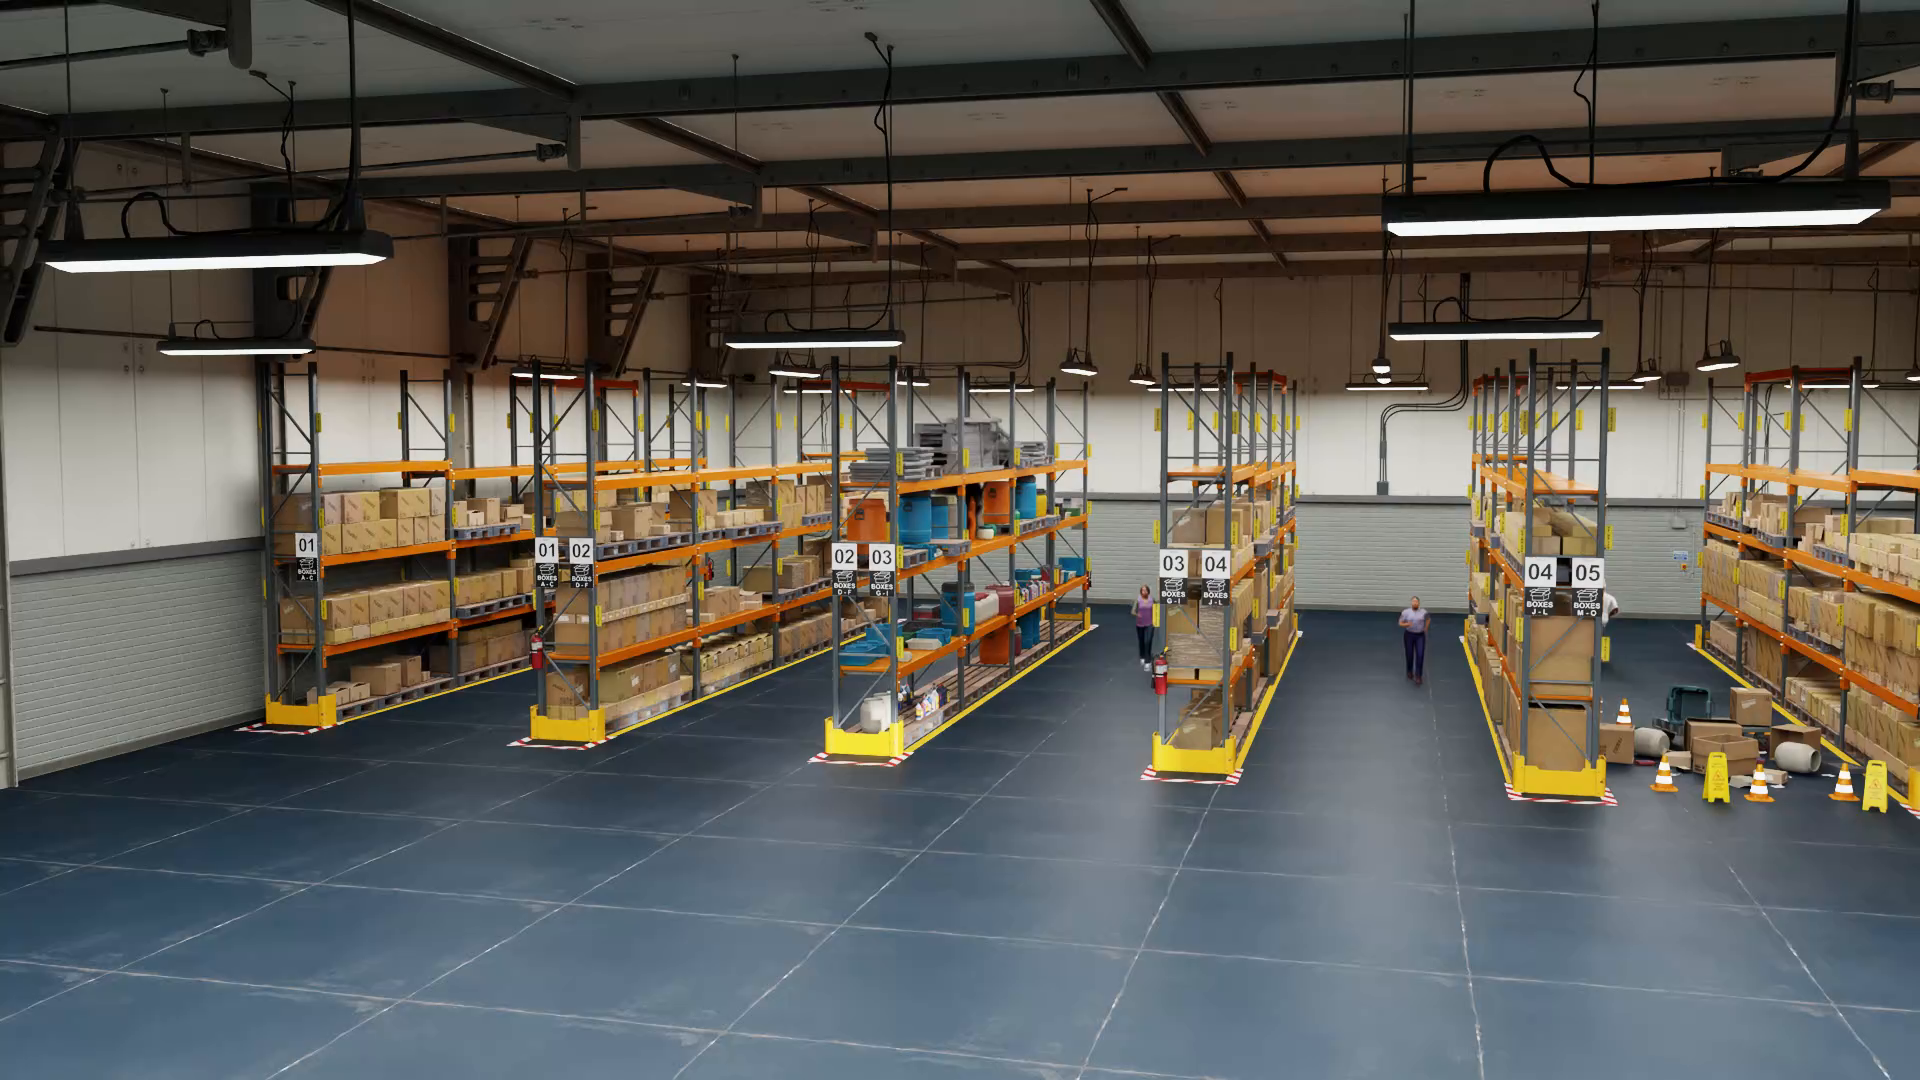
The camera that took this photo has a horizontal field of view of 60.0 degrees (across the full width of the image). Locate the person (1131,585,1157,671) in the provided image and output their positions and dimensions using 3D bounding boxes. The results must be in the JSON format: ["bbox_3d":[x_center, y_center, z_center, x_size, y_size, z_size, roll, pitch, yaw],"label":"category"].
[{"bbox_3d":[3.542,1.672,31.855,0.538,1.586,0.808,0,4,5],"label":"person"}]

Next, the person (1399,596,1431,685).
[{"bbox_3d":[8.738,1.900,31.970,0.602,1.645,0.913,1,4,13],"label":"person"}]

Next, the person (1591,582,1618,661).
[{"bbox_3d":[13.327,1.700,34.668,0.722,1.723,0.653,0,4,5],"label":"person"}]
